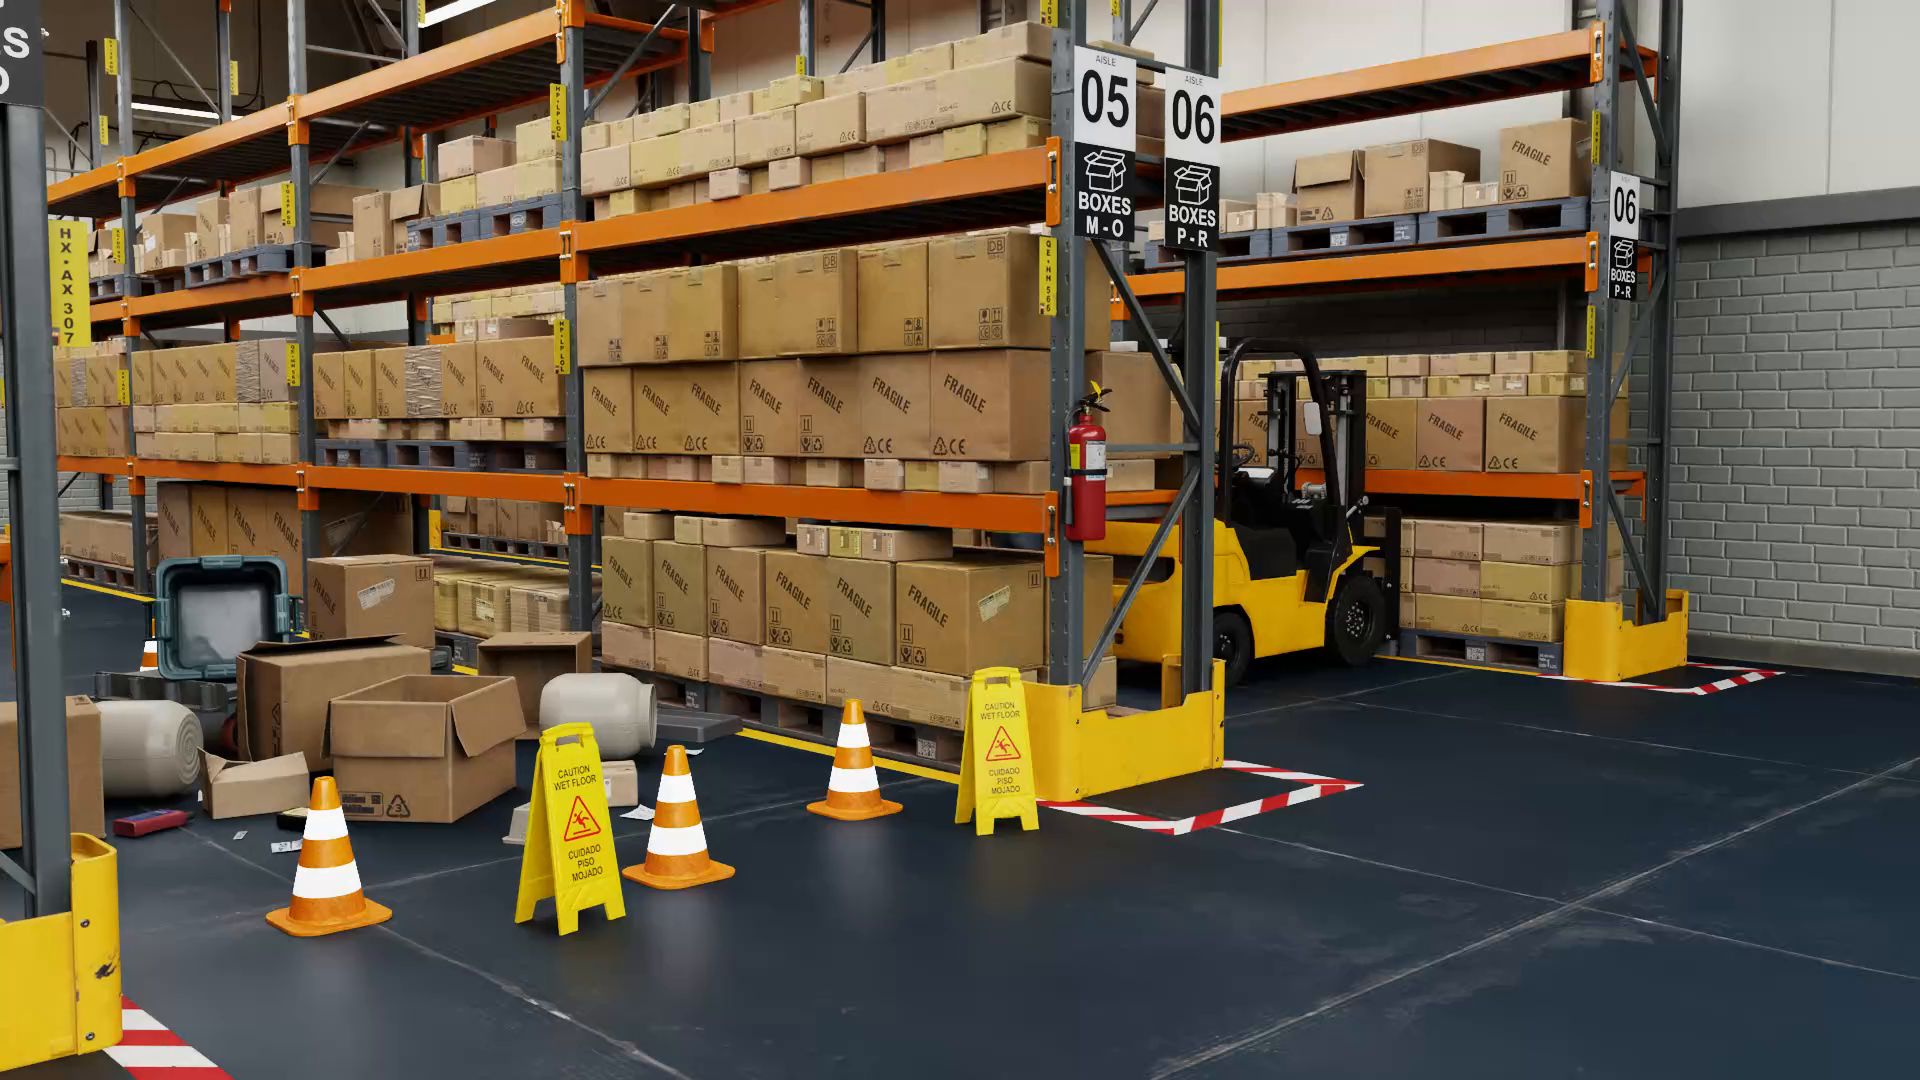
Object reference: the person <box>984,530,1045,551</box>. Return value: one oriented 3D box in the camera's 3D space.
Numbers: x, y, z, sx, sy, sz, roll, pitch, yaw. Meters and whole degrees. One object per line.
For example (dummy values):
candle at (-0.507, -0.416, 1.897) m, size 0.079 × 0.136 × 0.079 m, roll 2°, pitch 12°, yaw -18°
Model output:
person at (0.418, -0.089, 11.967) m, size 0.630 × 1.759 × 0.460 m, roll 4°, pitch 5°, yaw 43°
